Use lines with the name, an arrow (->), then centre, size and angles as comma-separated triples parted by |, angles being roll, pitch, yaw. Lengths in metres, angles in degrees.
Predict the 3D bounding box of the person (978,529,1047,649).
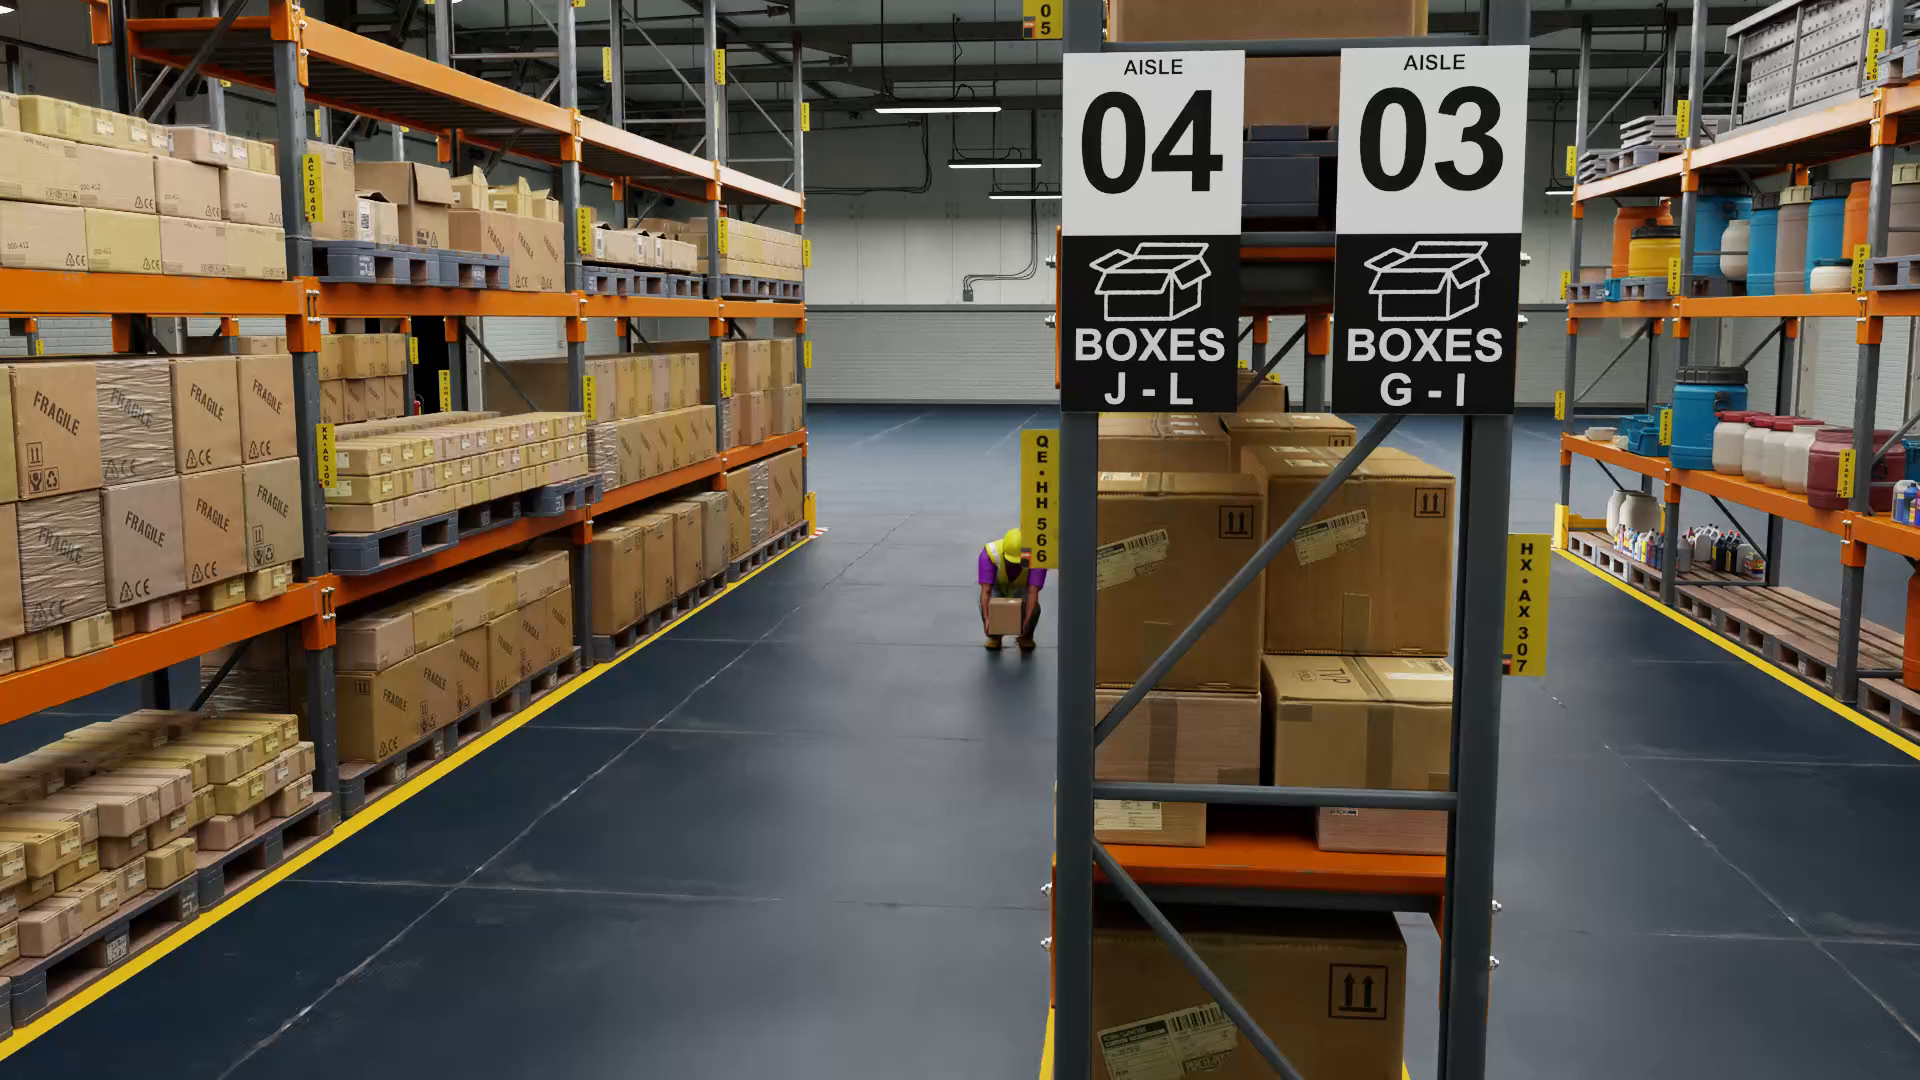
person -> 0.422, 0.379, 13.252 | 0.546, 1.011, 0.900 | 0, 8, 3
